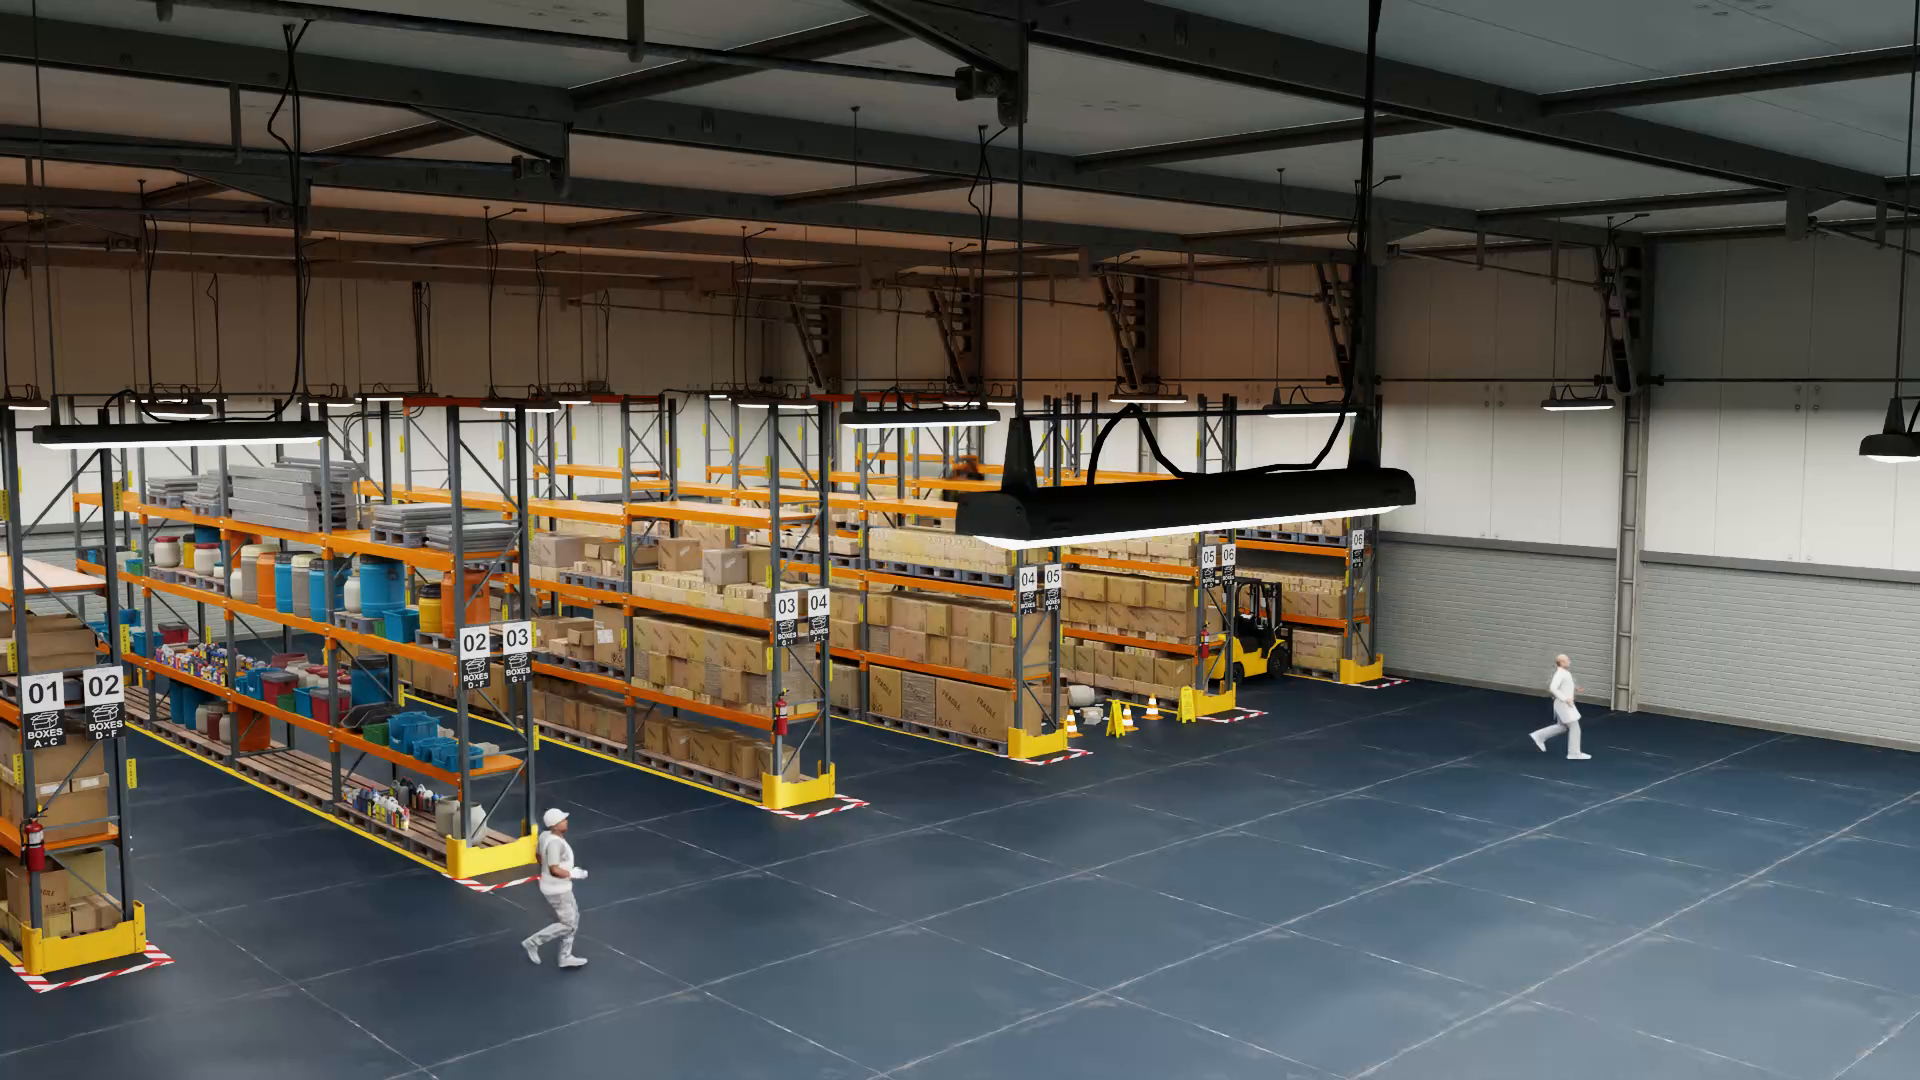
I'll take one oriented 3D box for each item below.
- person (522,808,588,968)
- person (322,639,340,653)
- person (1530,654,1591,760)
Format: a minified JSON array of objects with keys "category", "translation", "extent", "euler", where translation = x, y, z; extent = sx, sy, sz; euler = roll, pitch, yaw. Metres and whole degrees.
[{"category":"person","translation":[-4.362,3.738,17.831],"extent":[0.704,1.743,0.687],"euler":[-2,6,-21]},{"category":"person","translation":[-13.965,1.941,37.420],"extent":[0.736,1.692,0.661],"euler":[-3,6,-27]},{"category":"person","translation":[10.039,2.775,27.735],"extent":[0.963,1.751,0.720],"euler":[2,6,17]}]
